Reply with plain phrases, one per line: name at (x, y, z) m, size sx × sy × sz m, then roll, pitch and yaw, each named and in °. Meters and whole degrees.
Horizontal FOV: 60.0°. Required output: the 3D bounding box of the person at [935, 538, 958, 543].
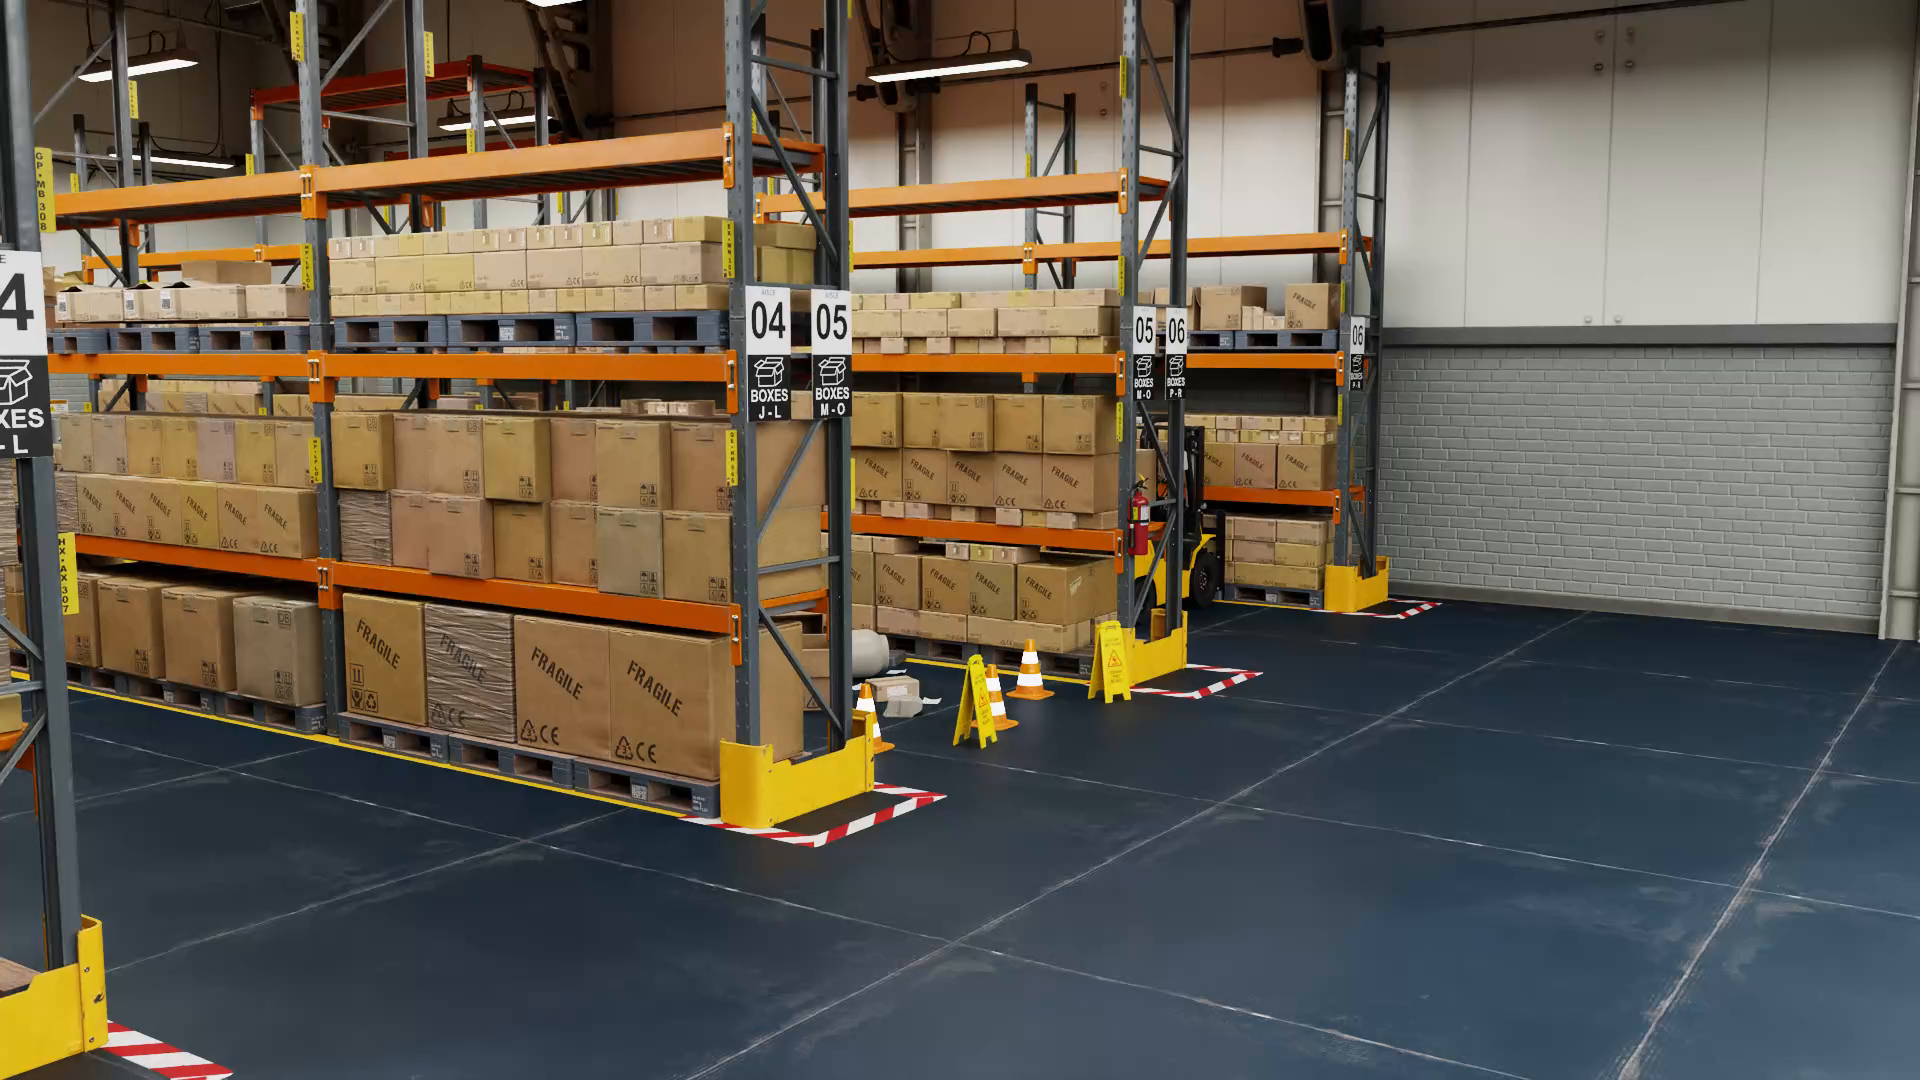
person at (-0.113, -0.169, 19.214) m, size 0.527 × 1.658 × 0.428 m, roll 4°, pitch 7°, yaw 30°
